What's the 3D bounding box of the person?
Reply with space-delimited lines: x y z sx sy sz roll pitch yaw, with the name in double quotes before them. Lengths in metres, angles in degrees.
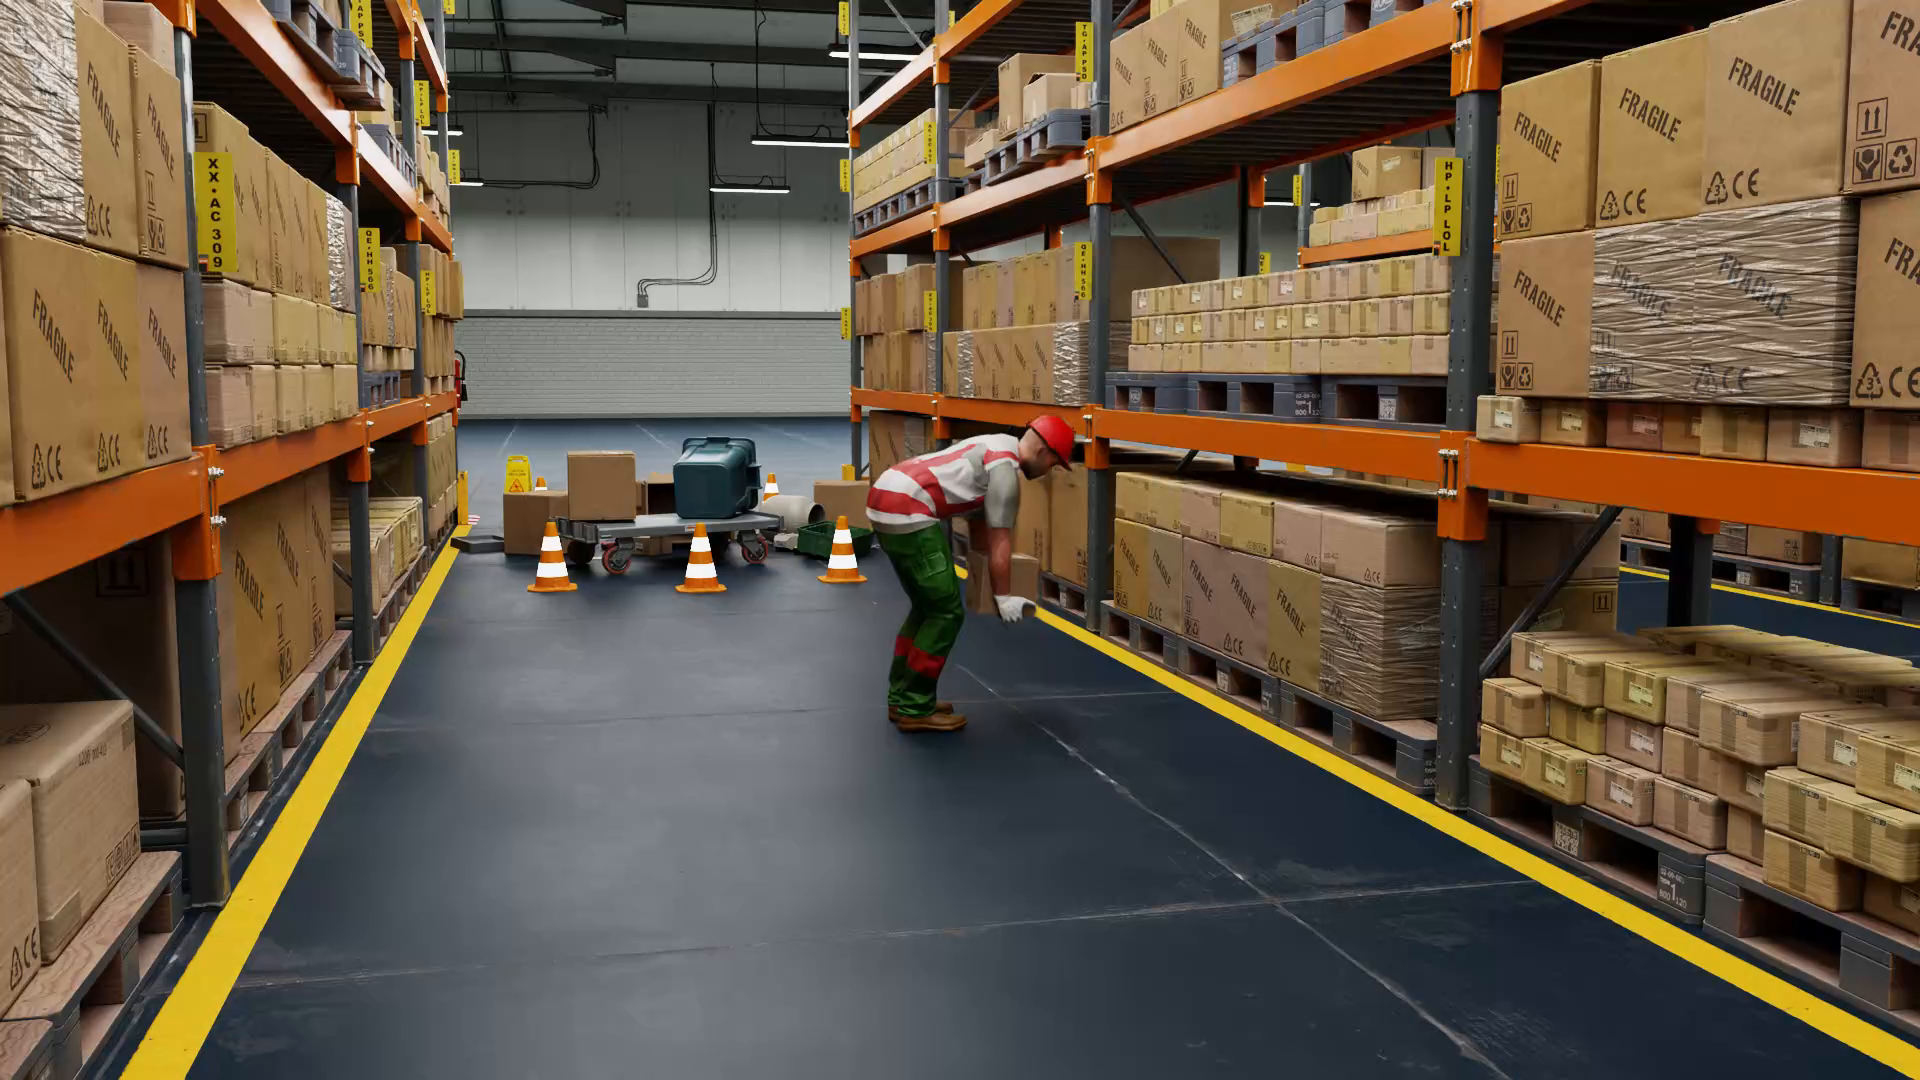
"person" 0.053 0.128 7.209 0.914 1.335 0.487 -2 6 -15
